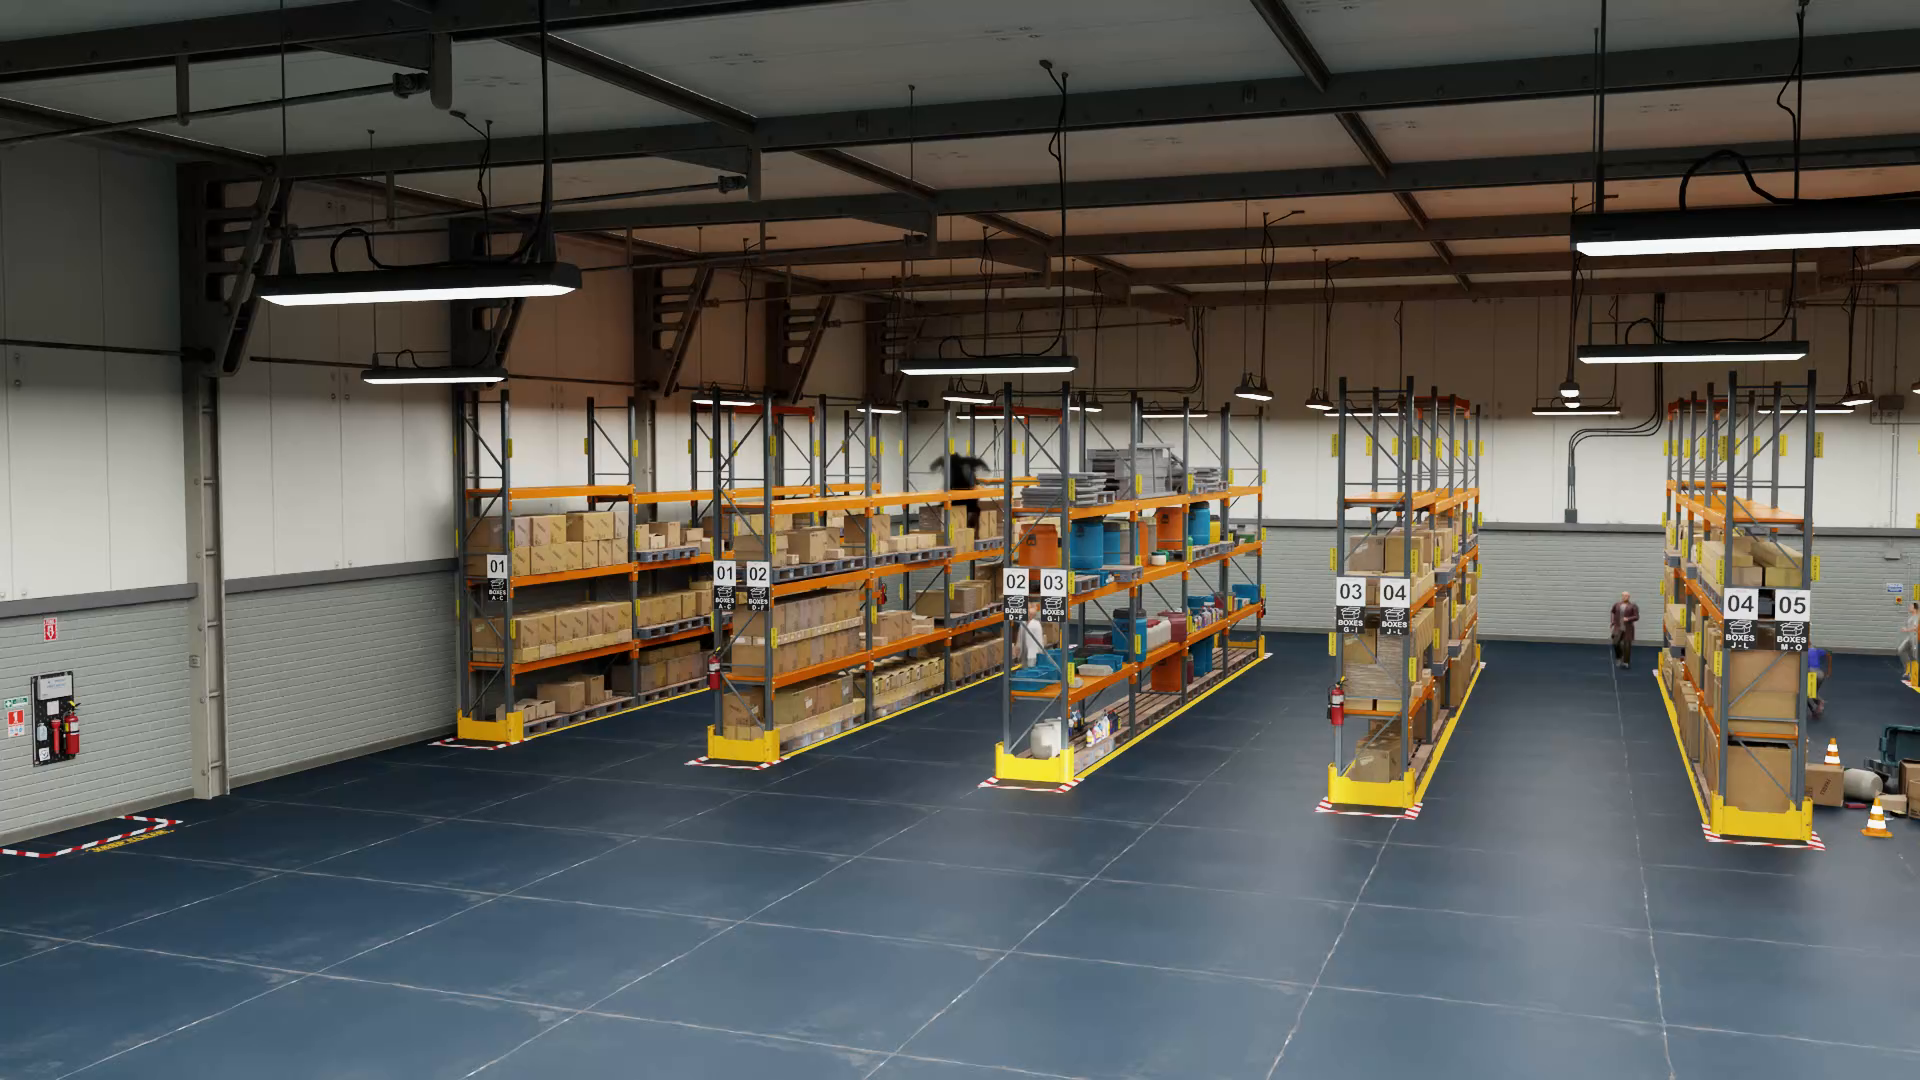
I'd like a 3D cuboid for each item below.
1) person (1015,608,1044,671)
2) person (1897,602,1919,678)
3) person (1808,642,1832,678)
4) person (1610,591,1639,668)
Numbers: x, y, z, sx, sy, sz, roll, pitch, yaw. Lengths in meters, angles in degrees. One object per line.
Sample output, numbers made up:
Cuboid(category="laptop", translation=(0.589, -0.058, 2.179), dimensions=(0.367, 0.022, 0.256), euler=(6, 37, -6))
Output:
Cuboid(category="person", translation=(1.418, 2.251, 34.448), dimensions=(0.779, 1.723, 0.892), euler=(-3, 4, -43))
Cuboid(category="person", translation=(20.760, 2.188, 36.107), dimensions=(0.651, 1.687, 0.579), euler=(1, 3, 21))
Cuboid(category="person", translation=(15.885, 2.186, 31.057), dimensions=(0.601, 0.721, 0.521), euler=(0, 3, -1))
Cuboid(category="person", translation=(15.047, 2.039, 37.712), dimensions=(0.668, 1.752, 0.717), euler=(2, 4, 32))
